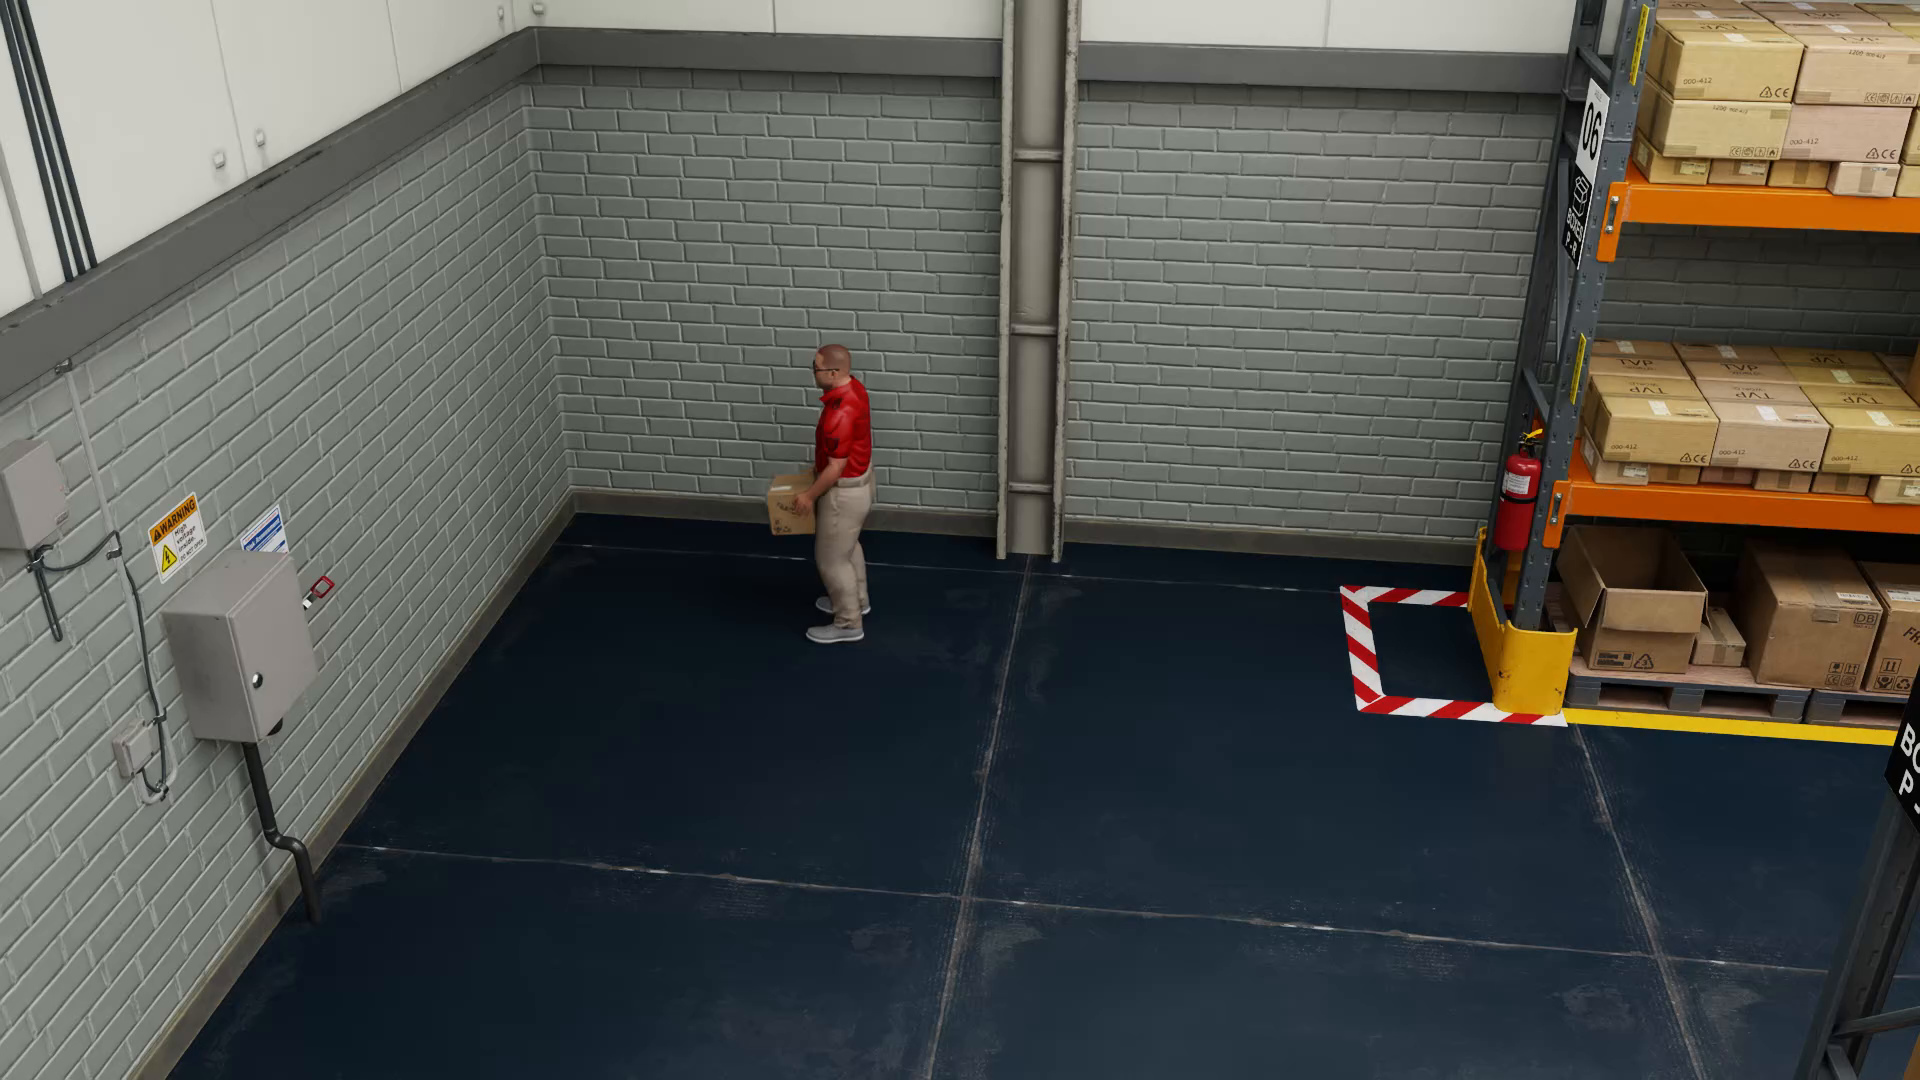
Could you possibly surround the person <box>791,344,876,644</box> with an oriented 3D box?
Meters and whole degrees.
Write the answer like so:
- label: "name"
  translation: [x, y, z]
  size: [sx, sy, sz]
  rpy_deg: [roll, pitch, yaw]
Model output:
- label: "person"
  translation: [-0.687, -0.266, 9.125]
  size: [0.431, 1.733, 0.539]
  rpy_deg: [3, 28, 5]
